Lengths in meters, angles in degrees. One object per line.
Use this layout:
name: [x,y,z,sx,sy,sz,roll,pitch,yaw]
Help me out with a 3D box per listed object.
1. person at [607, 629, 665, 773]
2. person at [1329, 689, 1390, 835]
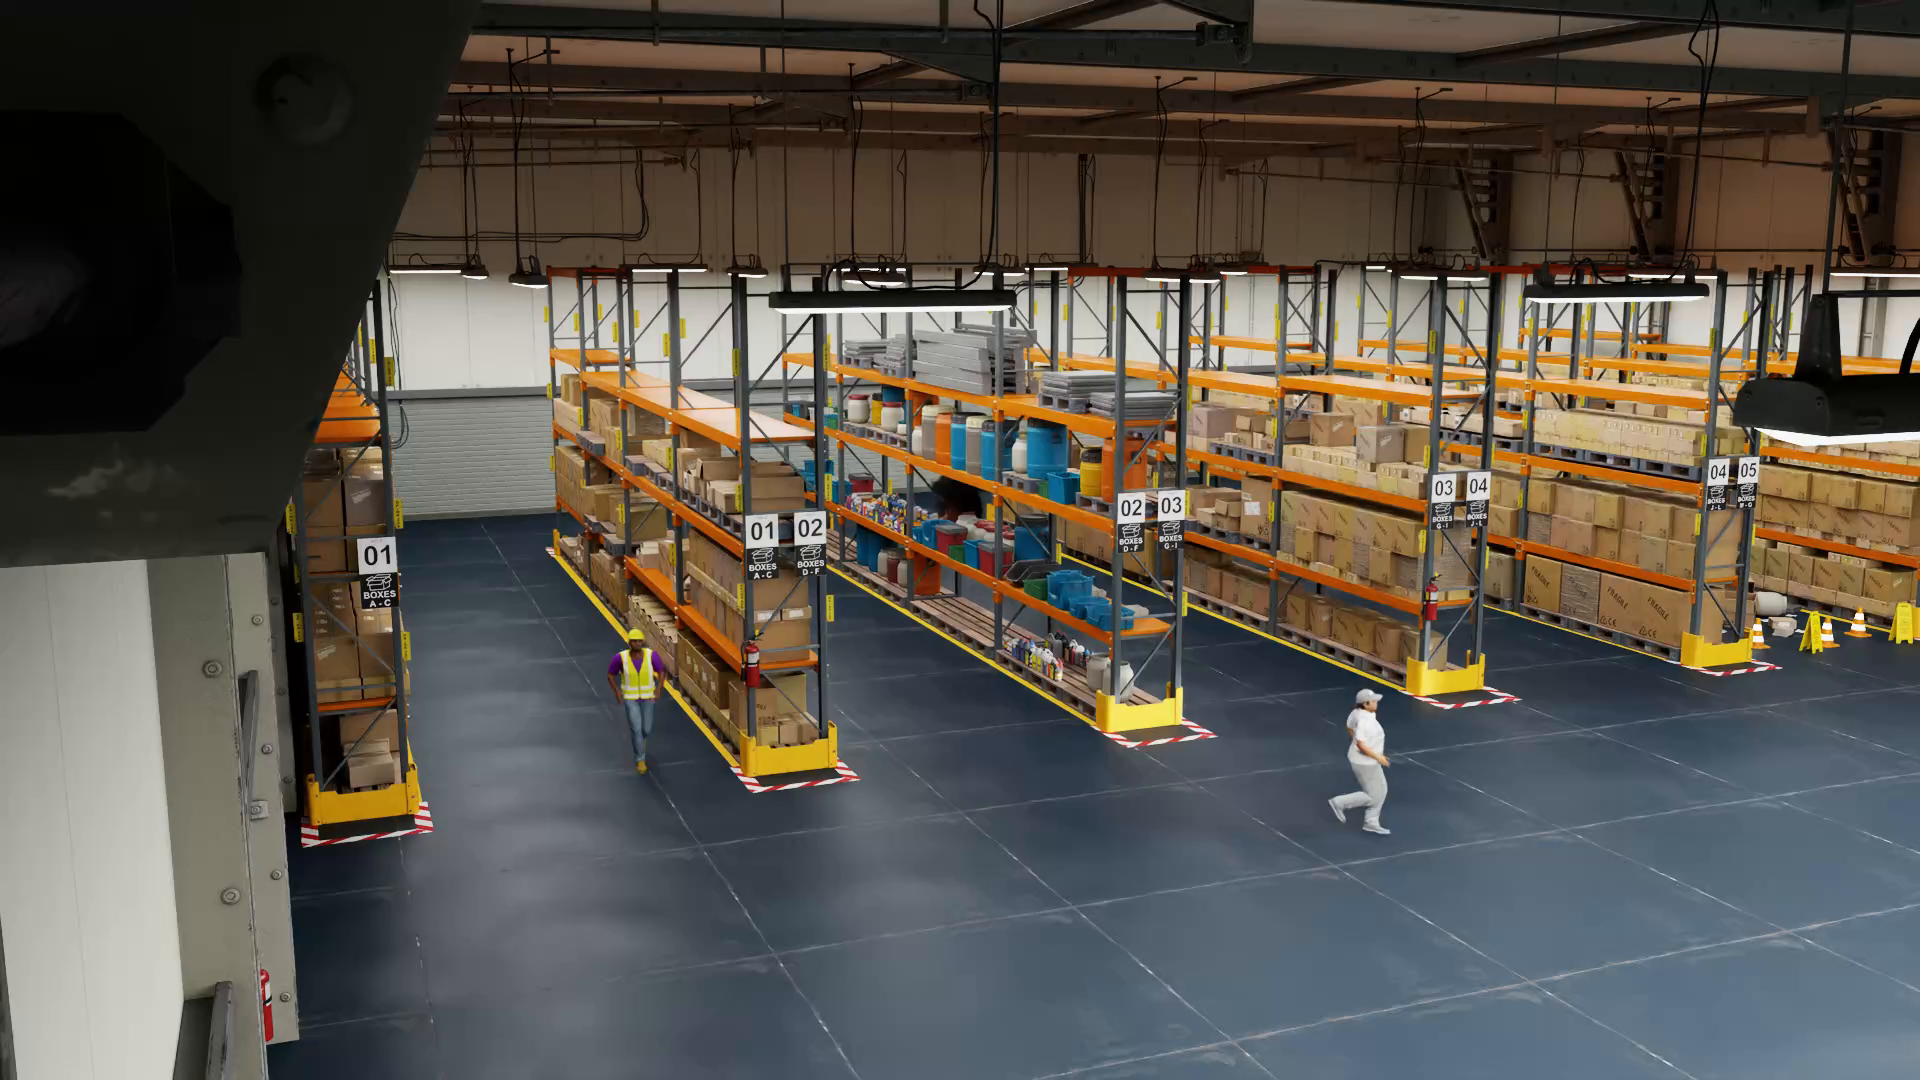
person: [-3.998,1.942,20.586,0.706,1.754,0.782,-4,11,-20]
person: [4.386,2.422,18.177,0.694,1.639,0.616,1,10,6]
